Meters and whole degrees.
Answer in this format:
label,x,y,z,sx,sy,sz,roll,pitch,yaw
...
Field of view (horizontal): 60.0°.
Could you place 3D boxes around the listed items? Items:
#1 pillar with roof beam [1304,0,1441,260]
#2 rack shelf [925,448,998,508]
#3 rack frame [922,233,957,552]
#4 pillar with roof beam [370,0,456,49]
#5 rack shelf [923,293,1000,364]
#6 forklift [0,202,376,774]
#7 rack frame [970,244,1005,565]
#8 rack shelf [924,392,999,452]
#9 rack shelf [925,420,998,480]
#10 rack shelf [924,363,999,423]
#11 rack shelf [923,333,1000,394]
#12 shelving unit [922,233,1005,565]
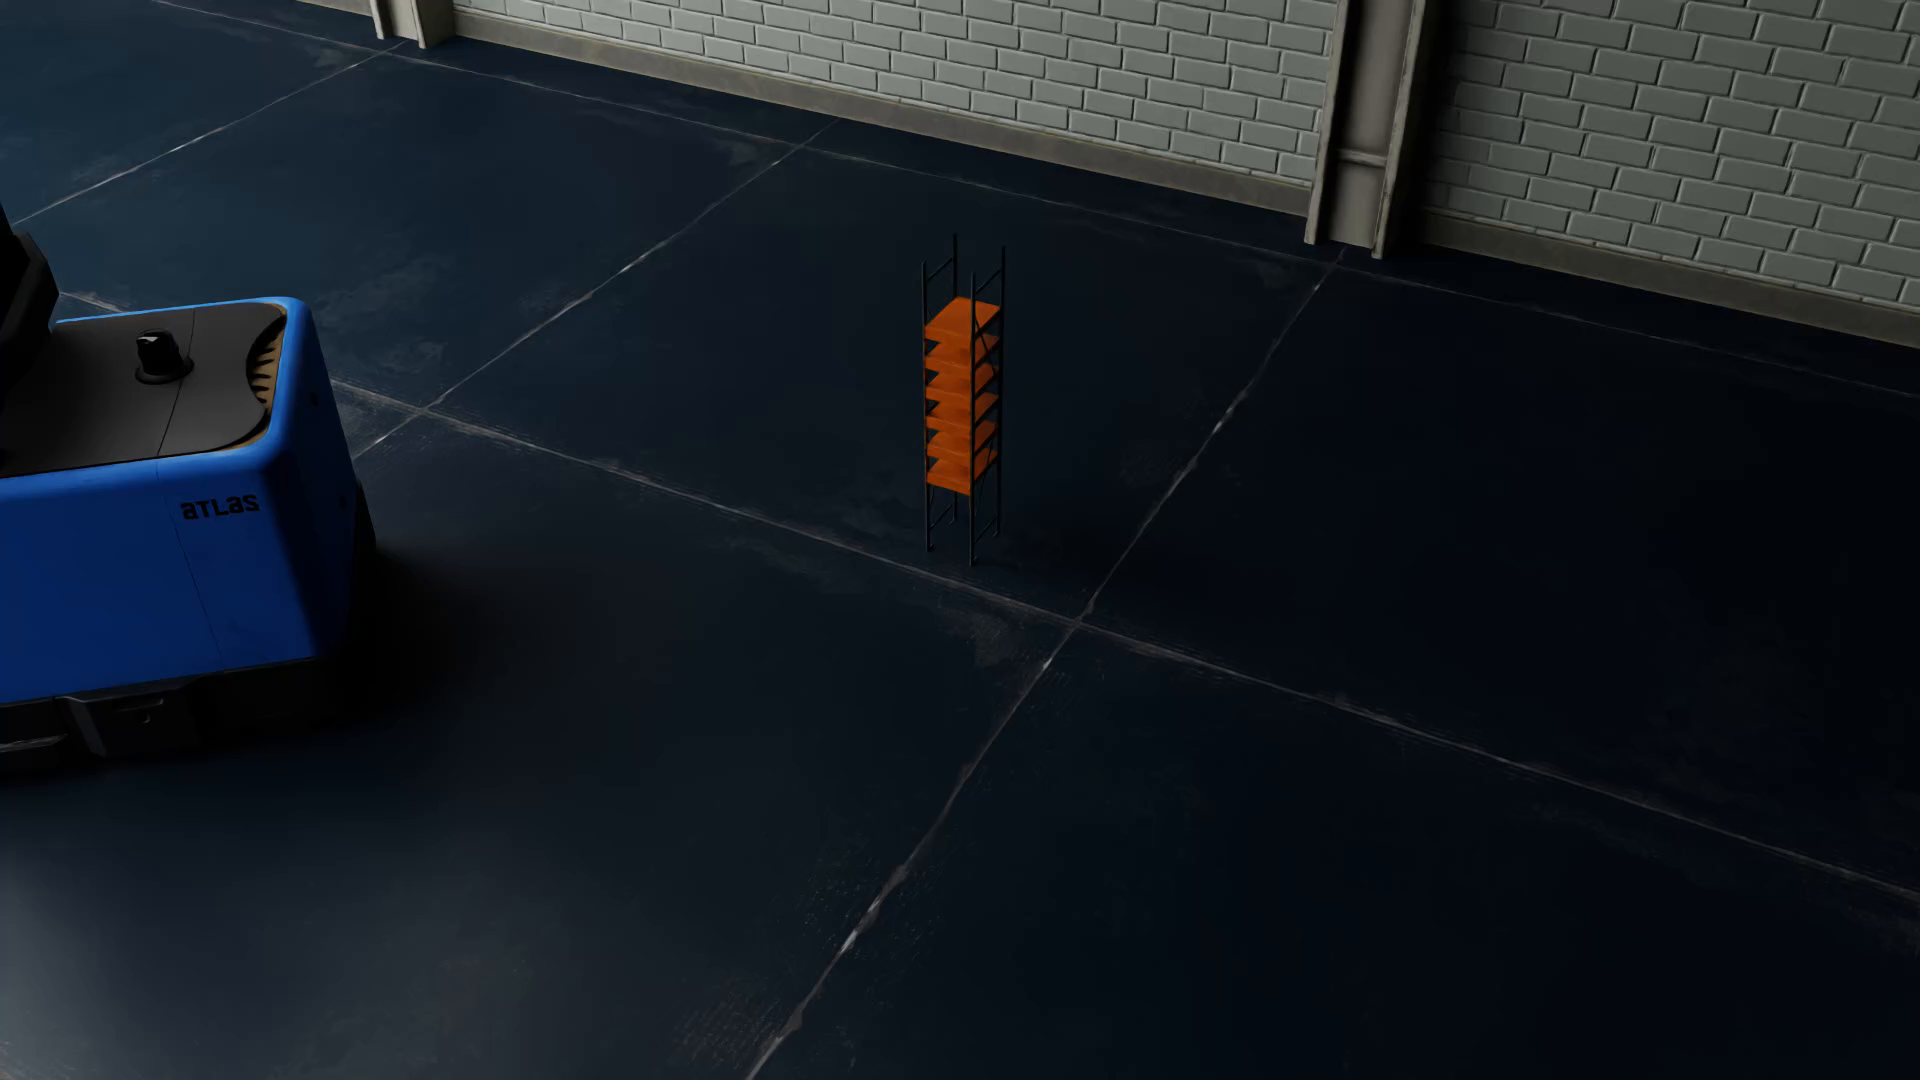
label,x,y,z,sx,sy,sz,roll,pitch,yaw
pillar with roof beam,-0.043,-2.763,2.448,0.400,9.000,9.100,17,41,21
rack shelf,0.013,-0.247,6.054,0.180,0.103,0.258,17,41,21
rack frame,-0.068,-0.499,5.915,0.006,1.200,0.240,17,41,21
pillar with roof beam,-5.371,-4.432,4.646,0.400,9.000,9.100,17,41,21
rack shelf,0.013,-0.725,5.691,0.180,0.103,0.258,17,41,21
forklift,-3.528,-0.650,4.682,3.031,2.935,1.130,-8,38,-11
rack frame,0.094,-0.448,5.848,0.006,1.200,0.240,17,41,21
rack shelf,0.013,-0.438,5.909,0.180,0.103,0.258,17,41,21
rack shelf,0.013,-0.343,5.981,0.180,0.103,0.258,17,41,21
rack shelf,0.013,-0.534,5.836,0.180,0.103,0.258,17,41,21
rack shelf,0.013,-0.630,5.764,0.180,0.103,0.258,17,41,21
shelving unit,0.013,-0.474,5.882,0.189,1.200,0.258,17,41,21
